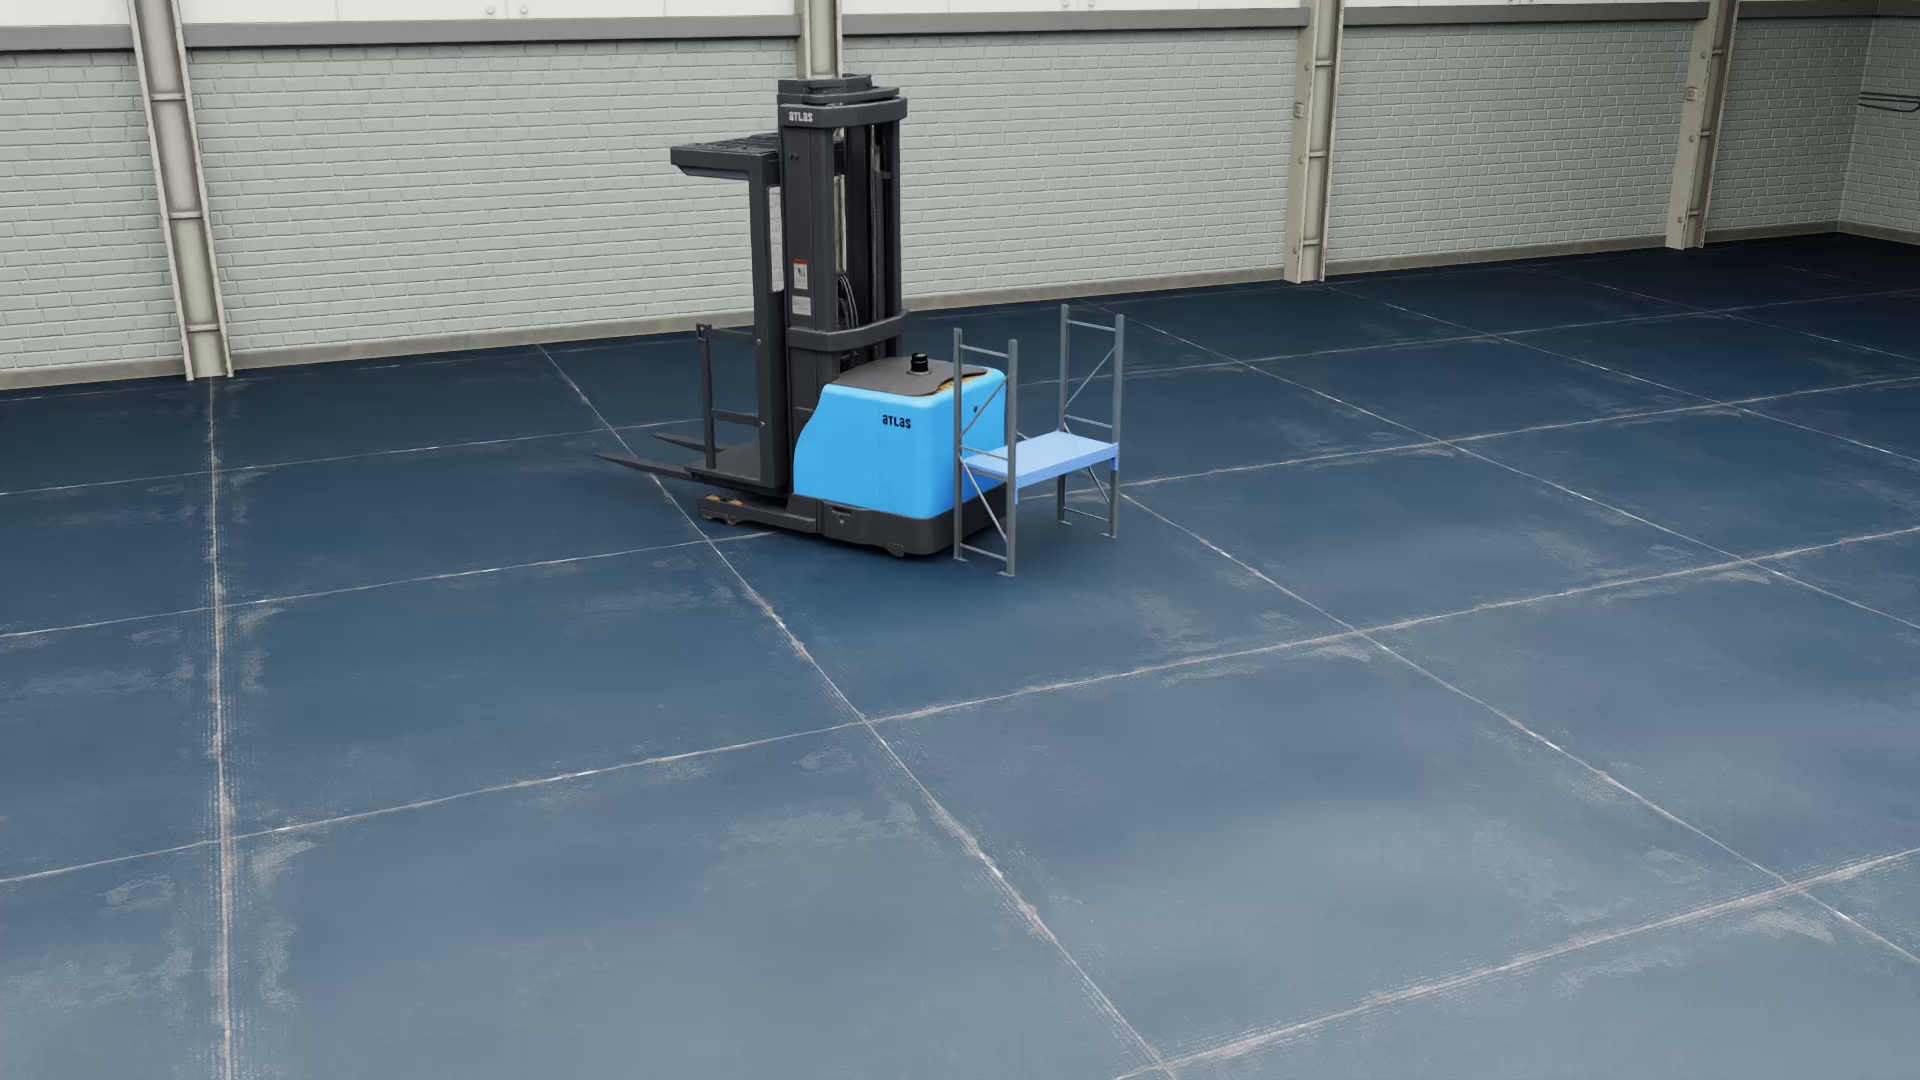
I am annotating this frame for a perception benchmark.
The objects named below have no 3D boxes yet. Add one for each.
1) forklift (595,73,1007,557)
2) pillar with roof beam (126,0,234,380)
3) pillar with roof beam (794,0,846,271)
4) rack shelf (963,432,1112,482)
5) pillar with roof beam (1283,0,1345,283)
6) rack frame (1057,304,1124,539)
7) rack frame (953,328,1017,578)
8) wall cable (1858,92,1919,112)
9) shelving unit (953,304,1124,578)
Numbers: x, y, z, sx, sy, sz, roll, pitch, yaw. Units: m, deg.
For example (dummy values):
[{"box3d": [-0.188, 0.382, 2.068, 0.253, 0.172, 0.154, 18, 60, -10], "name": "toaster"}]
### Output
[{"box3d": [-1.206, -1.622, 11.217, 3.031, 2.935, 1.130, 12, 23, 30], "name": "forklift"}, {"box3d": [-5.217, -4.457, 10.132, 0.400, 9.000, 9.100, -8, 21, -22], "name": "pillar with roof beam"}, {"box3d": [0.292, -5.247, 12.374, 0.400, 9.000, 9.100, -8, 21, -22], "name": "pillar with roof beam"}, {"box3d": [0.501, -0.530, 10.664, 0.459, 0.062, 0.952, 18, 26, 41], "name": "rack shelf"}, {"box3d": [5.802, -6.036, 14.615, 0.400, 9.000, 9.100, -8, 21, -22], "name": "pillar with roof beam"}, {"box3d": [0.852, -0.776, 10.968, 0.500, 1.500, 0.032, 18, 26, 41], "name": "rack frame"}, {"box3d": [0.150, -0.532, 10.274, 0.500, 1.500, 0.032, 18, 26, 41], "name": "rack frame"}, {"box3d": [12.834, -6.658, 21.057, 0.112, 2.526, 3.097, -8, 21, -22], "name": "wall cable"}, {"box3d": [0.501, -0.654, 10.621, 0.500, 1.500, 1.048, 18, 26, 41], "name": "shelving unit"}]
